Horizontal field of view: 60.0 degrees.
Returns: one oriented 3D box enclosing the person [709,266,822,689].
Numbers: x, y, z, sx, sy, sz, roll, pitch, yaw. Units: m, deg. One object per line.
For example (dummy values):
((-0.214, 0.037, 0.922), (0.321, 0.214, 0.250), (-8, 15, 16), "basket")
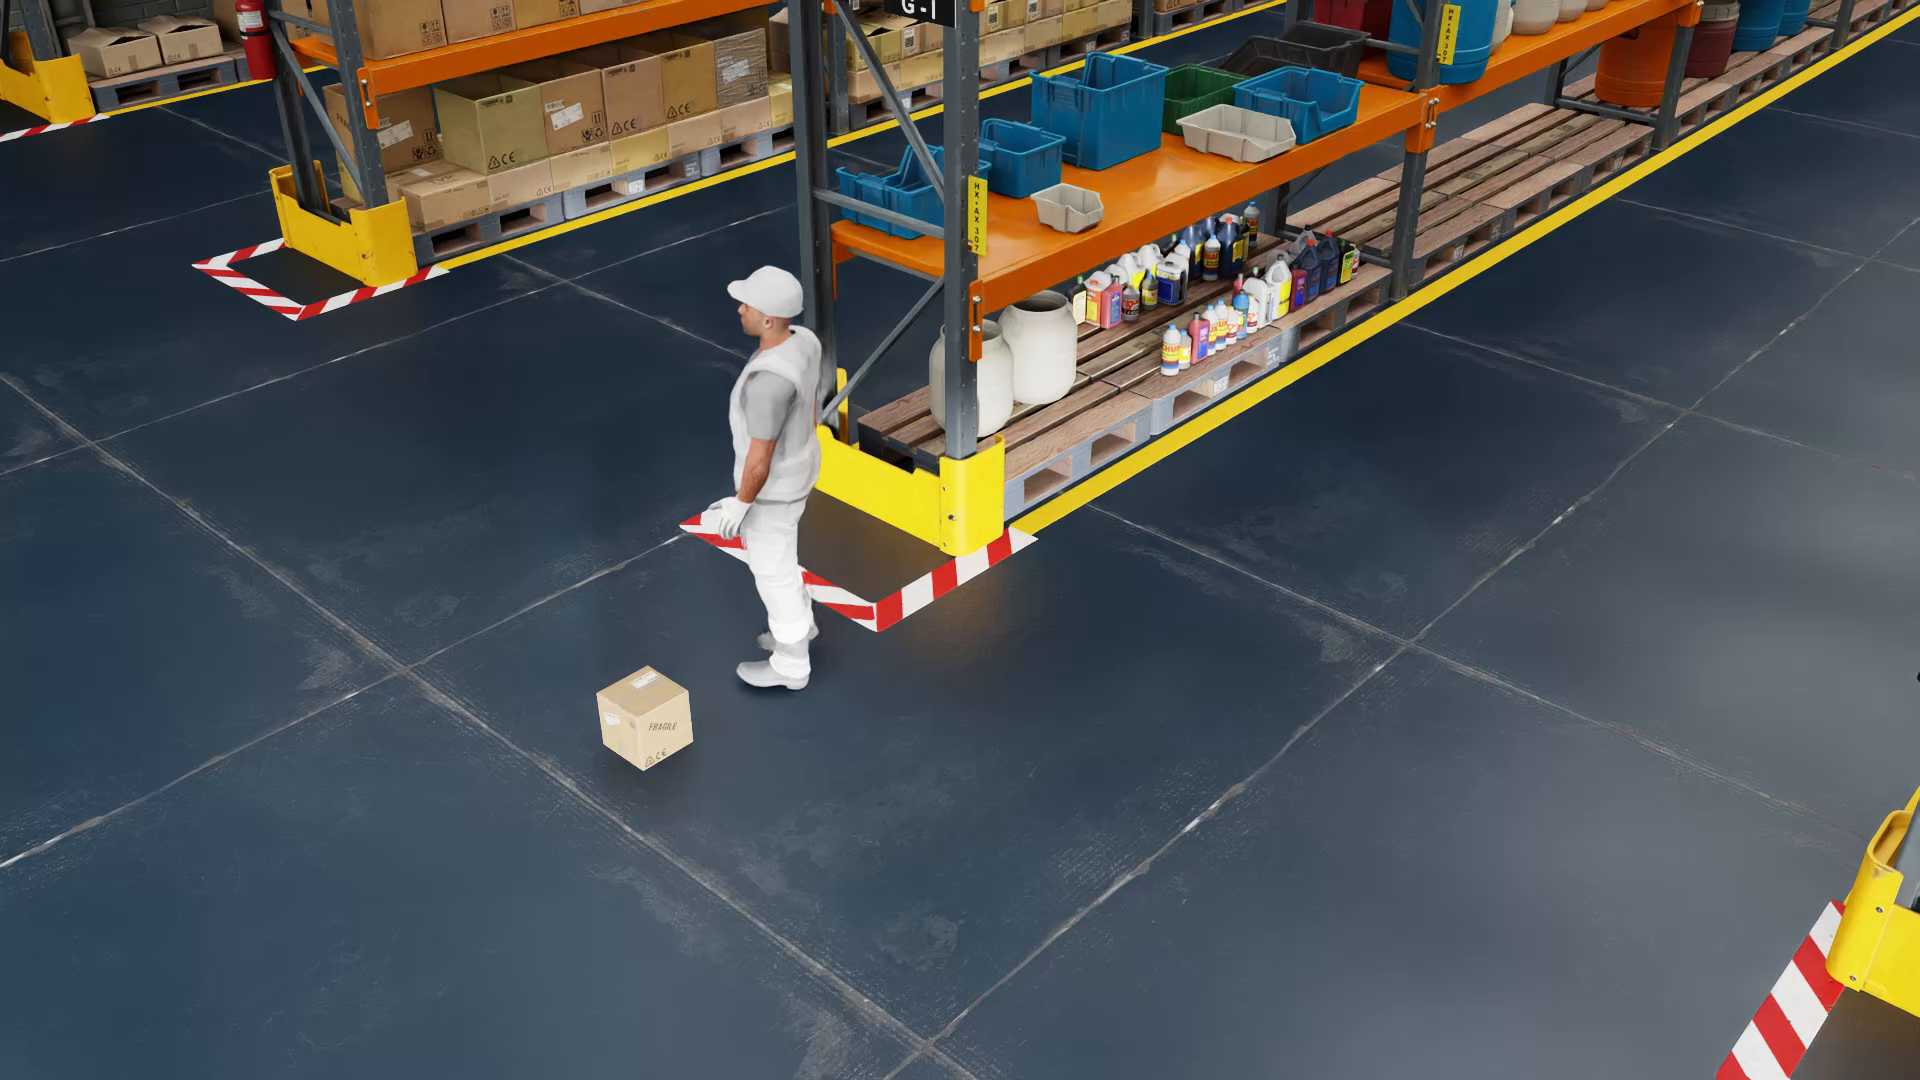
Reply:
((-0.735, -0.211, 6.464), (0.393, 1.823, 0.554), (5, 31, 9), "person")
